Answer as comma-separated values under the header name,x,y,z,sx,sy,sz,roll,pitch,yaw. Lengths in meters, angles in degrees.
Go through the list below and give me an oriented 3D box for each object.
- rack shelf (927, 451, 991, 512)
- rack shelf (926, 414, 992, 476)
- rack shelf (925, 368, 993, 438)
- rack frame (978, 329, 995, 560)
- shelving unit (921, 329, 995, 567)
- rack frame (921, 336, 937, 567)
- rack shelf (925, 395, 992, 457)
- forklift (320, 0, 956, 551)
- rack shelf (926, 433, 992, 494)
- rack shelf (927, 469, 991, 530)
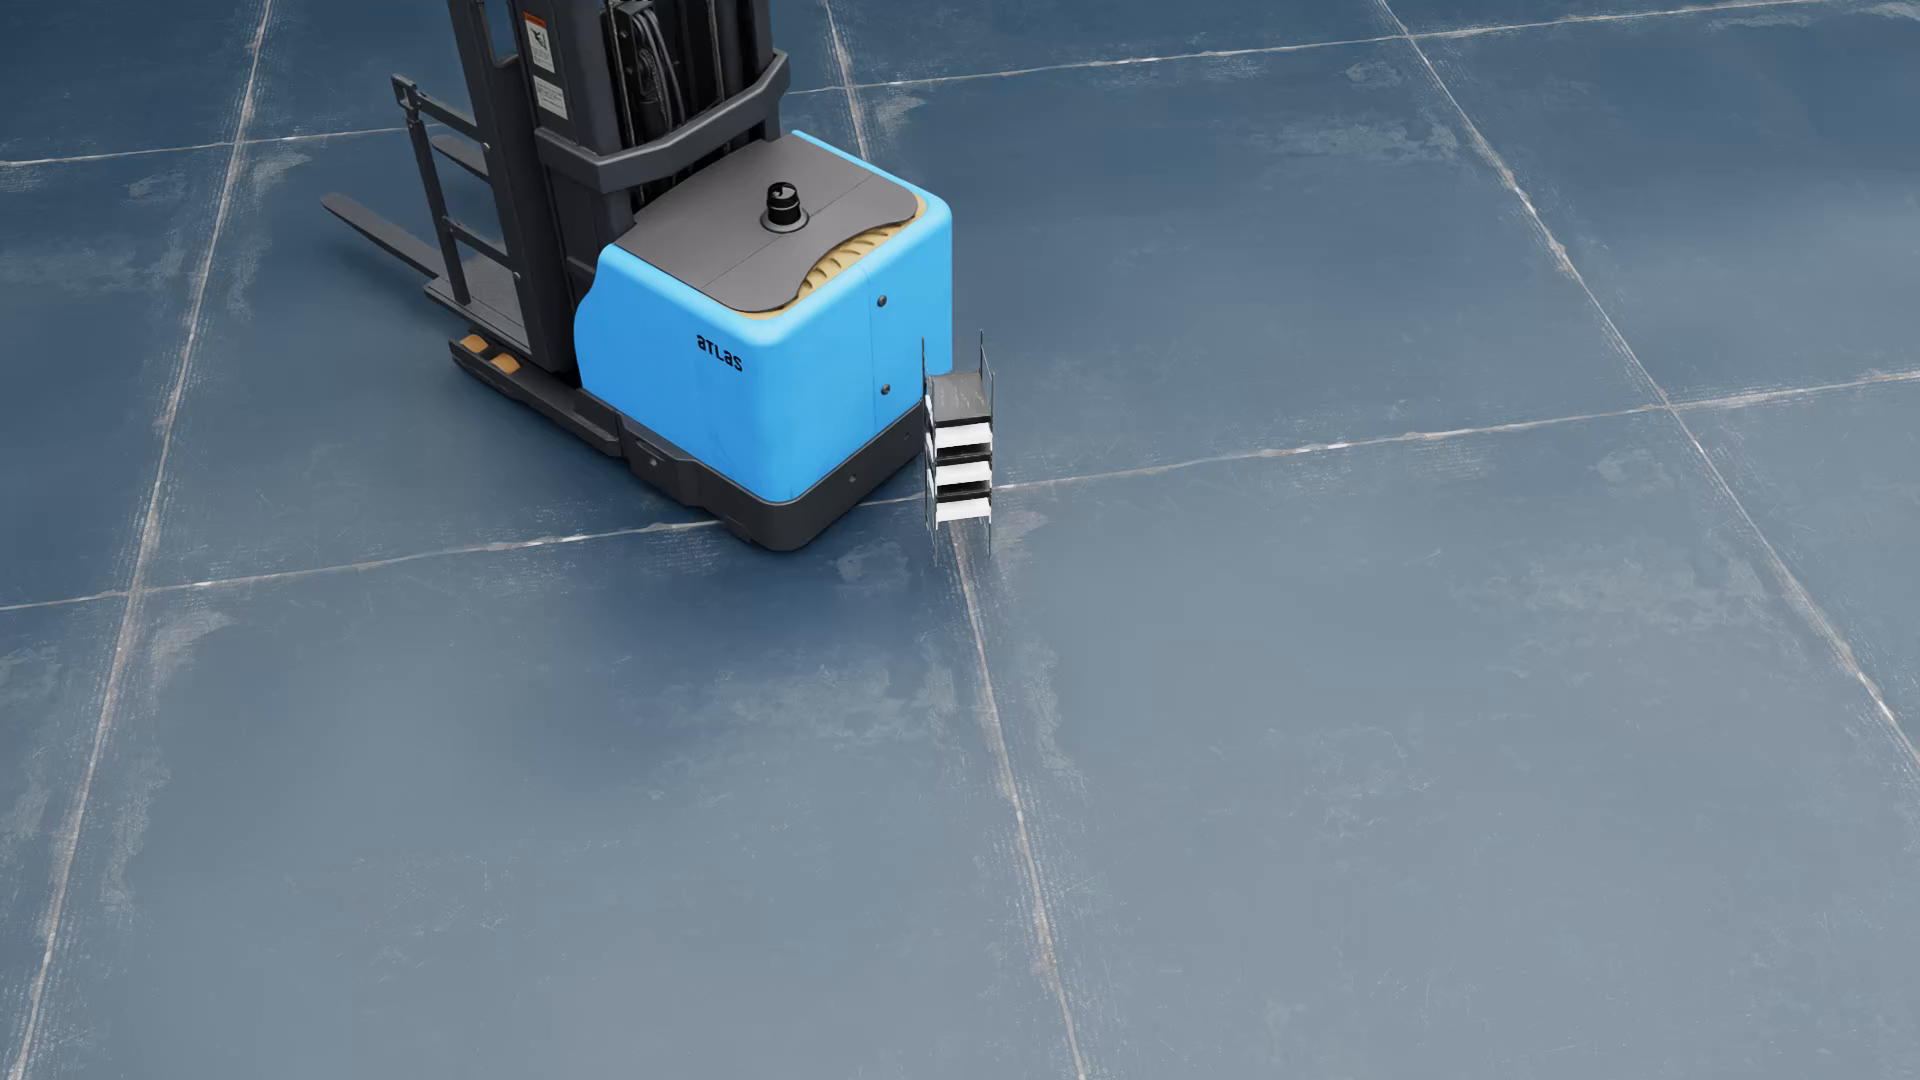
name,x,y,z,sx,sy,sz,roll,pitch,yaw
rack shelf,-0.008,-0.226,6.014,0.200,0.077,0.258,-7,46,-7
rack shelf,-0.008,-0.351,5.884,0.200,0.077,0.258,-7,46,-7
rack shelf,-0.008,-0.475,5.755,0.200,0.077,0.258,-7,46,-7
rack frame,0.092,-0.324,5.937,0.006,0.900,0.240,-7,46,-7
shelving unit,-0.008,-0.311,5.925,0.210,0.900,0.258,-7,46,-7
rack frame,-0.108,-0.299,5.913,0.006,0.900,0.240,-7,46,-7
rack shelf,-0.008,-0.413,5.819,0.200,0.077,0.258,-7,46,-7
forklift,-1.473,-1.878,6.024,3.031,2.935,1.130,31,53,26
rack shelf,-0.008,-0.288,5.949,0.200,0.077,0.258,-7,46,-7
rack shelf,-0.008,-0.163,6.079,0.200,0.077,0.258,-7,46,-7
